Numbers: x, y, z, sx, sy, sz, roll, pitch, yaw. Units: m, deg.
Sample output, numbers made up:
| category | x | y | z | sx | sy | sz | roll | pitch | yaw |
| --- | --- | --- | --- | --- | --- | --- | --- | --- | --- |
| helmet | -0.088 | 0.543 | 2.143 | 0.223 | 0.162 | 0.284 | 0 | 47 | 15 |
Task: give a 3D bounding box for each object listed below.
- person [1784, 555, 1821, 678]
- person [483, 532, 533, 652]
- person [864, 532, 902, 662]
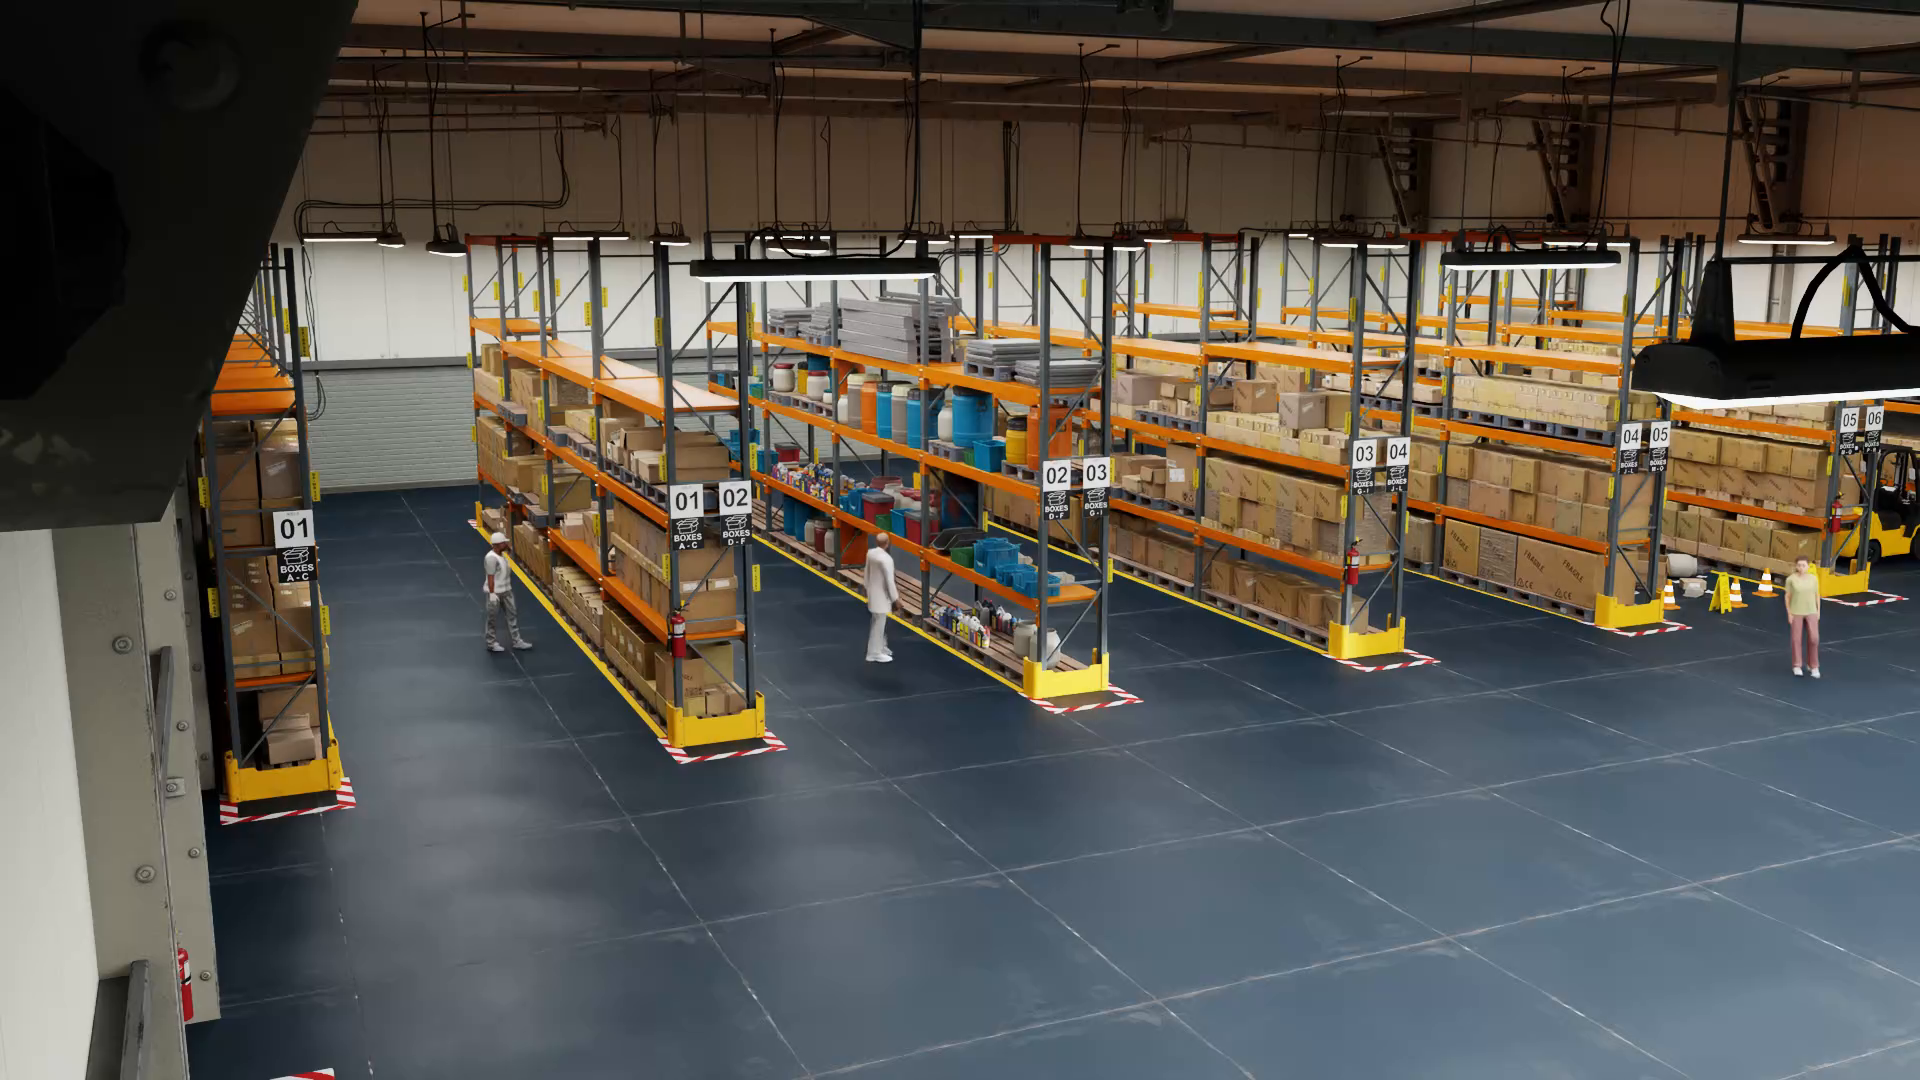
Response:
| category | x | y | z | sx | sy | sz | roll | pitch | yaw |
| --- | --- | --- | --- | --- | --- | --- | --- | --- | --- |
| person | 11.819 | 1.064 | 23.305 | 0.542 | 1.712 | 0.391 | 3 | 11 | 15 |
| person | -6.728 | 0.773 | 24.490 | 0.588 | 1.781 | 0.569 | 5 | 12 | 24 |
| person | -1.107 | 0.793 | 23.072 | 0.533 | 1.837 | 0.713 | -4 | 12 | -20 |
